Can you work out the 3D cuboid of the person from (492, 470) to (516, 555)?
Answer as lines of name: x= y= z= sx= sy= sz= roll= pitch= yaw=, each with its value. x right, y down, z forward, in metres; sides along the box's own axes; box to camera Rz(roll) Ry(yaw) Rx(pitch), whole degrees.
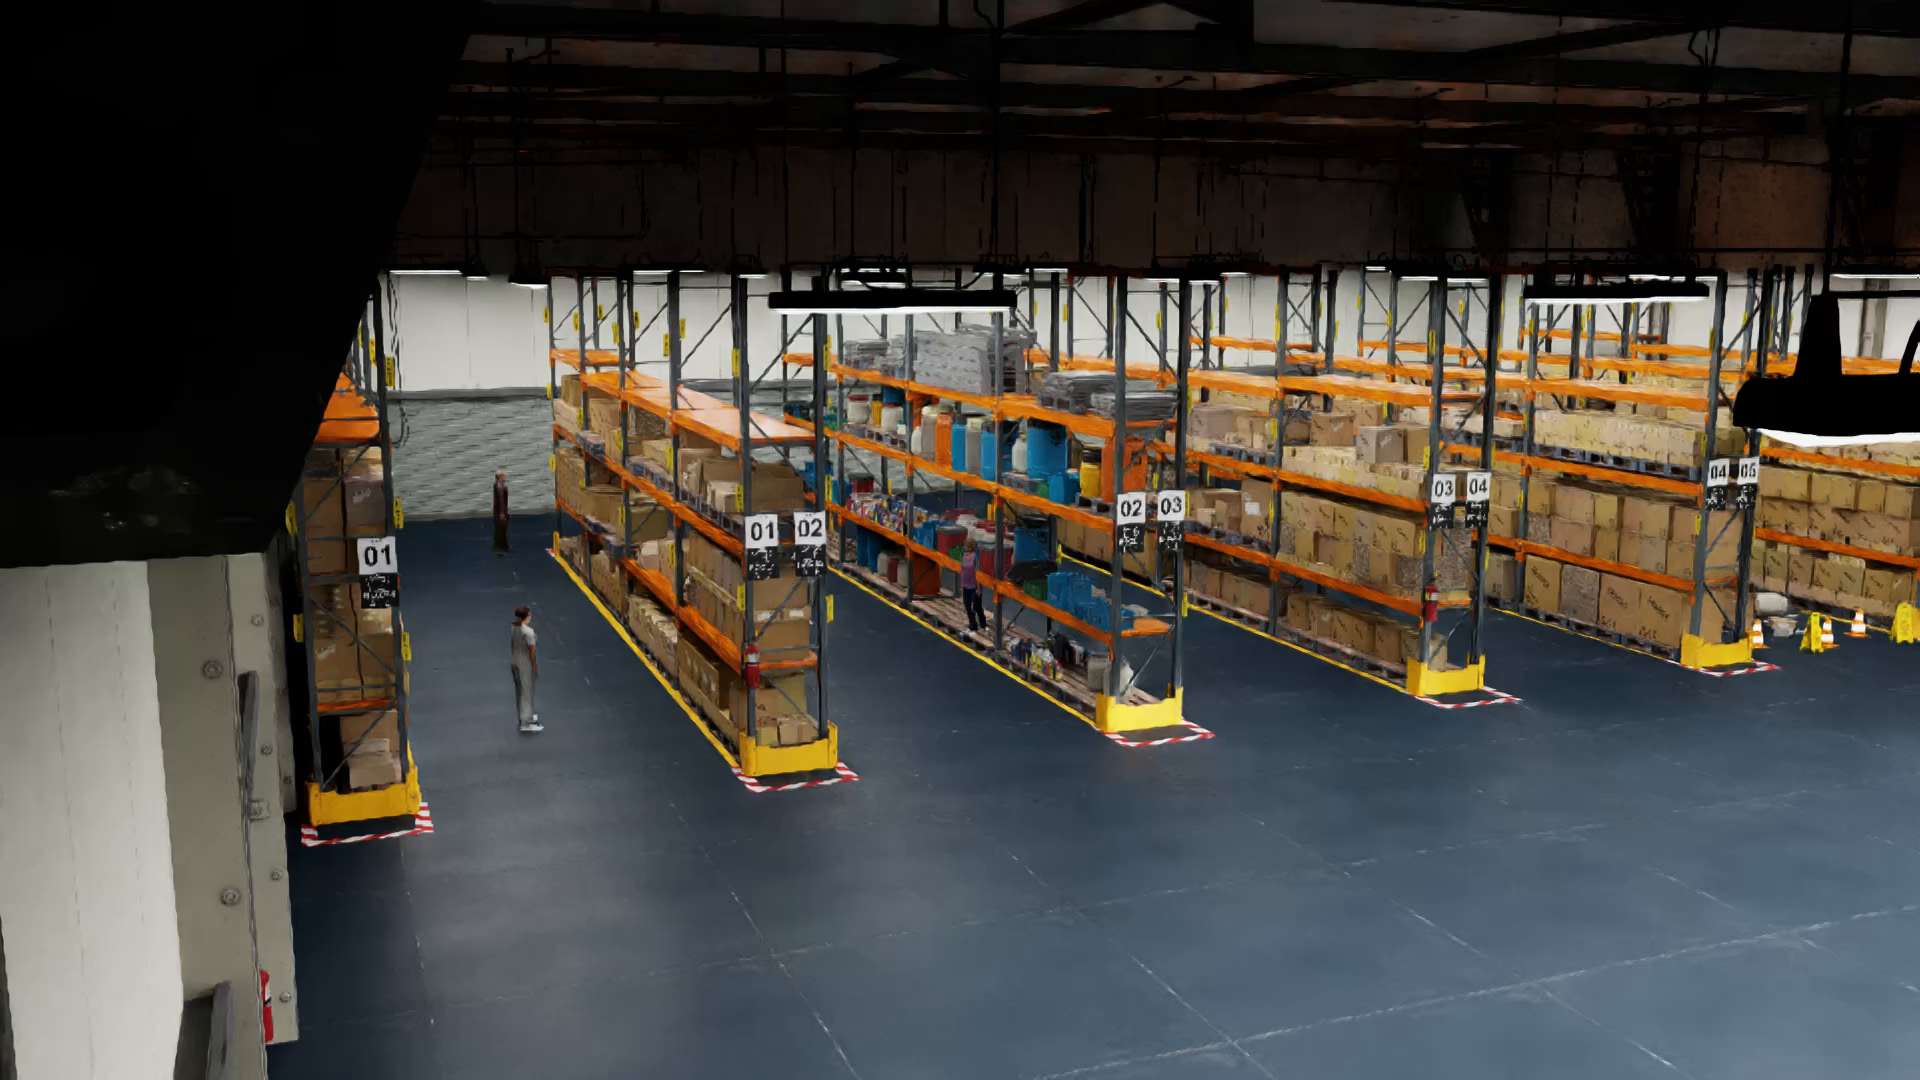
person: x=-9.588 y=-0.591 z=34.827 sx=0.521 sy=1.778 sz=0.663 roll=-4 pitch=11 yaw=-19

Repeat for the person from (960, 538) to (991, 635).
person: x=0.240 y=0.740 z=26.648 sx=0.441 sy=1.593 sz=0.497 roll=-8 pitch=13 yaw=-39

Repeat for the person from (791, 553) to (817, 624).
person: x=-2.661 y=0.698 z=28.242 sx=0.566 sy=1.541 sz=0.519 roll=-5 pitch=11 yaw=-24

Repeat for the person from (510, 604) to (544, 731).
person: x=-5.752 y=1.674 z=22.131 sx=0.539 sy=1.679 sz=0.454 roll=8 pitch=13 yaw=40
